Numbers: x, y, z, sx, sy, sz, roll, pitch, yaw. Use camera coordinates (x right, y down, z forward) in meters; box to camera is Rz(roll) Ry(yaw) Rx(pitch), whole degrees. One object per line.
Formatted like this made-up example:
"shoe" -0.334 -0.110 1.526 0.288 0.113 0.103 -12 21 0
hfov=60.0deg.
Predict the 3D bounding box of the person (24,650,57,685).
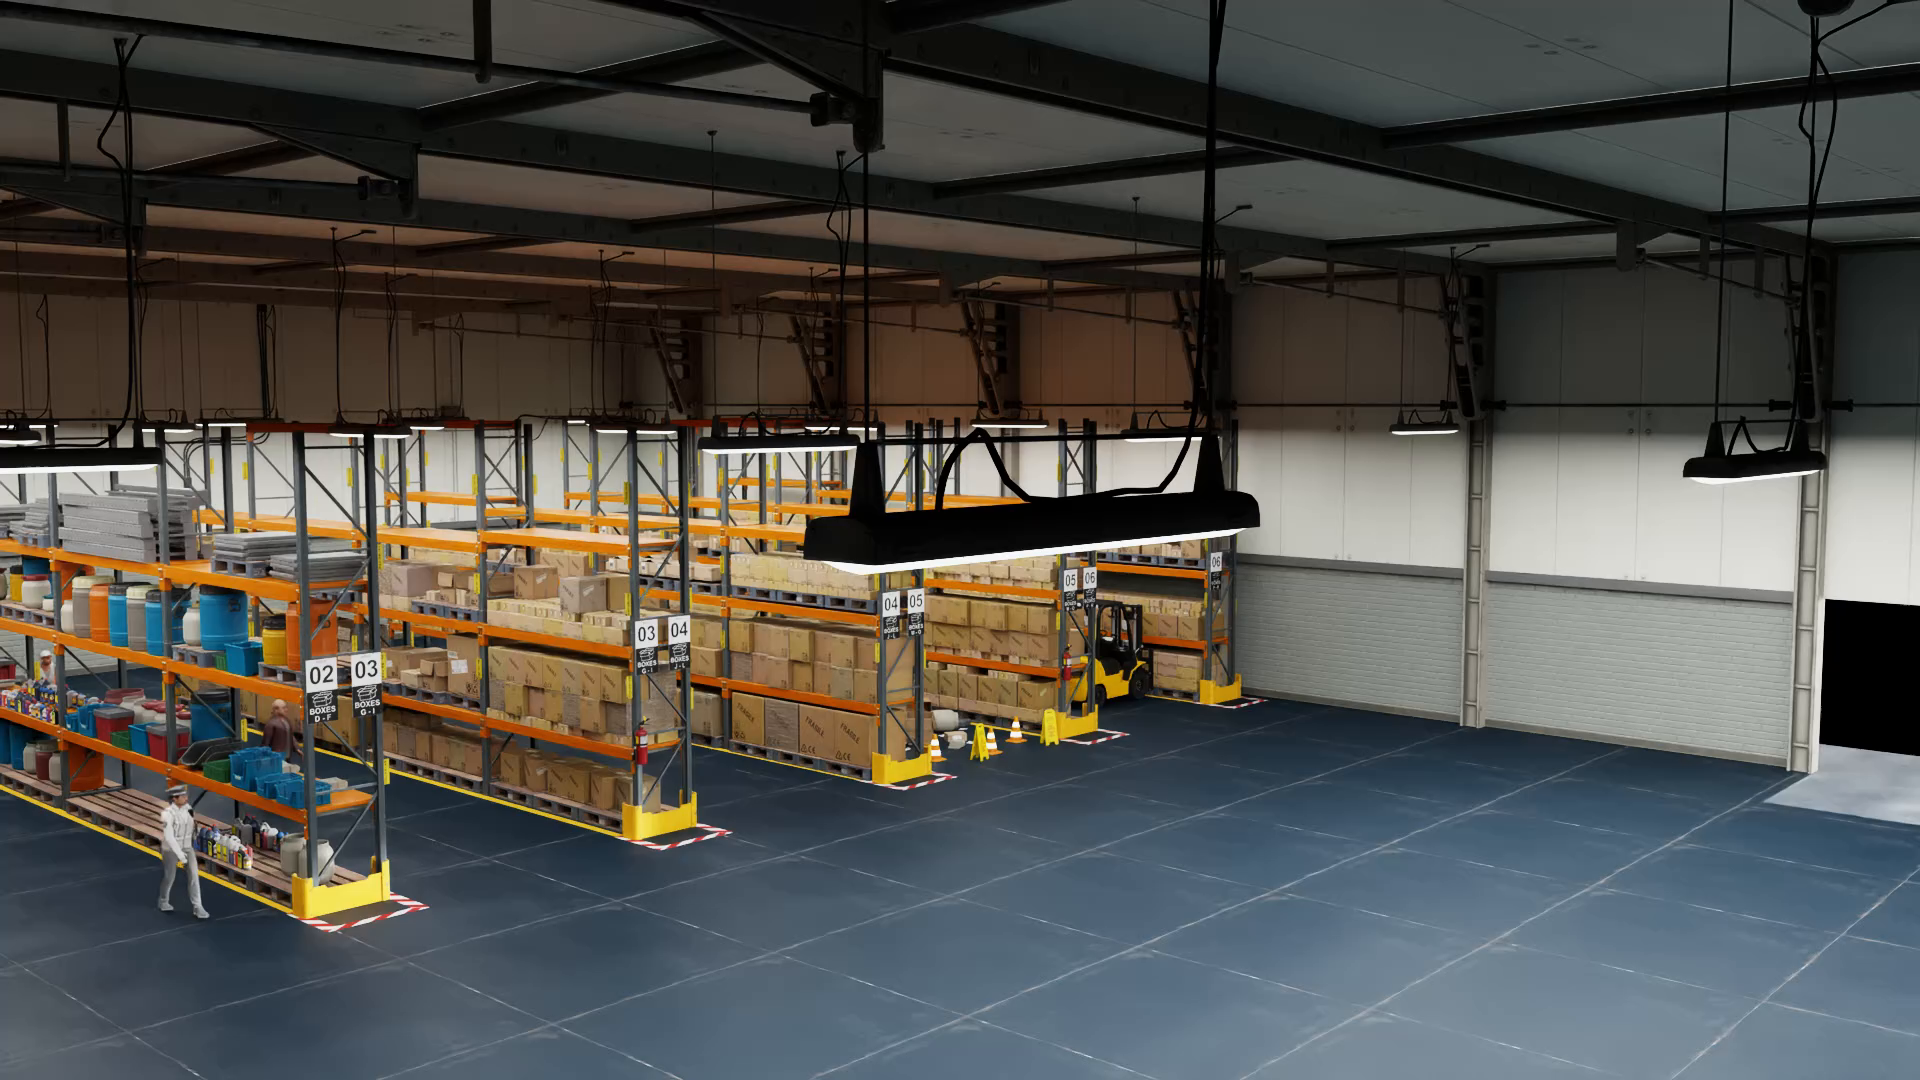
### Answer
"person" -17.456 2.915 31.606 0.619 1.683 0.632 -4 6 -40

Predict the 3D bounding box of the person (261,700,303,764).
"person" -10.459 3.339 25.724 1.106 1.728 0.637 1 5 14

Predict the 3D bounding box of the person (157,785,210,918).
"person" -9.622 3.826 20.577 0.935 1.615 0.467 3 5 31
